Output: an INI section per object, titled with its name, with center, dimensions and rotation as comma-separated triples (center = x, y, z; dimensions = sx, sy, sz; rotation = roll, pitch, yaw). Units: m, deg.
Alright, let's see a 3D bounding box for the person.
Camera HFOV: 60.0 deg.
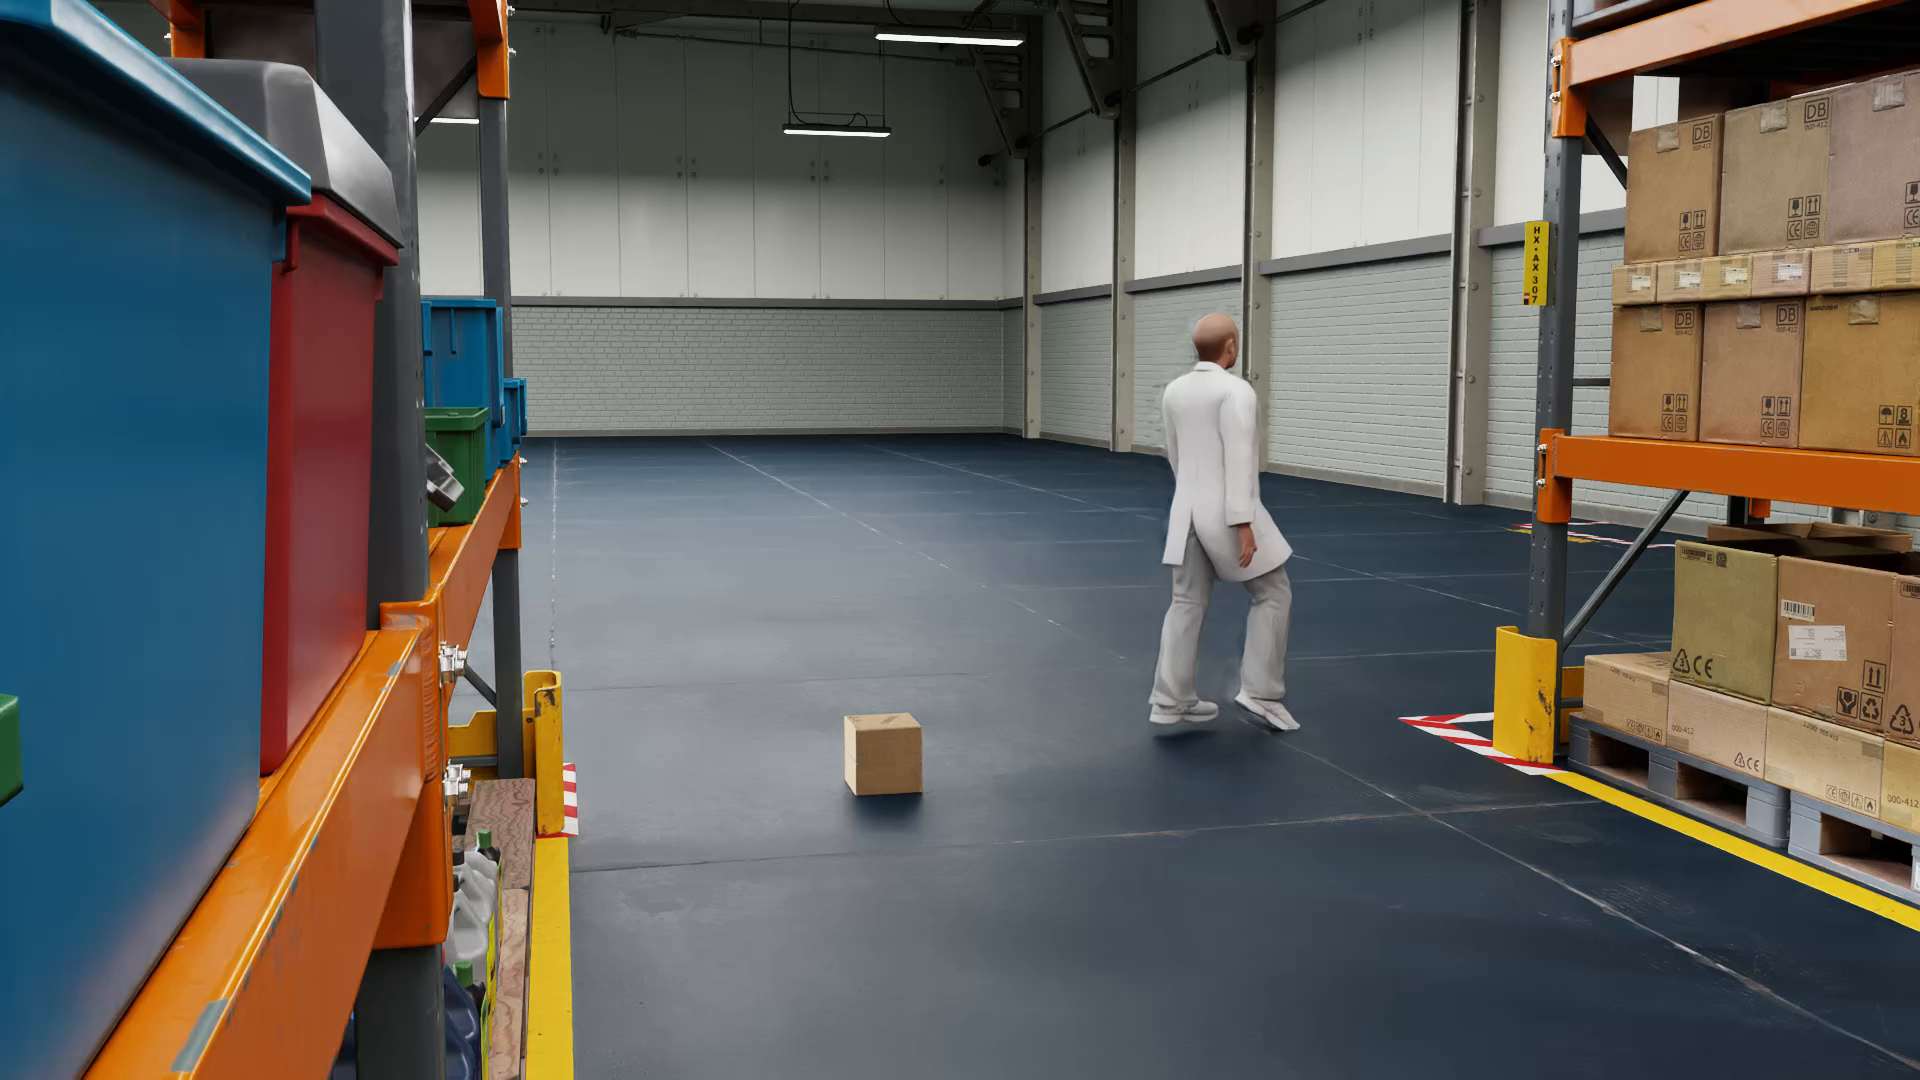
[person]
center = 1.125, -0.047, 7.157
dimensions = 0.683, 1.846, 0.623
rotation = -5, 8, -38
